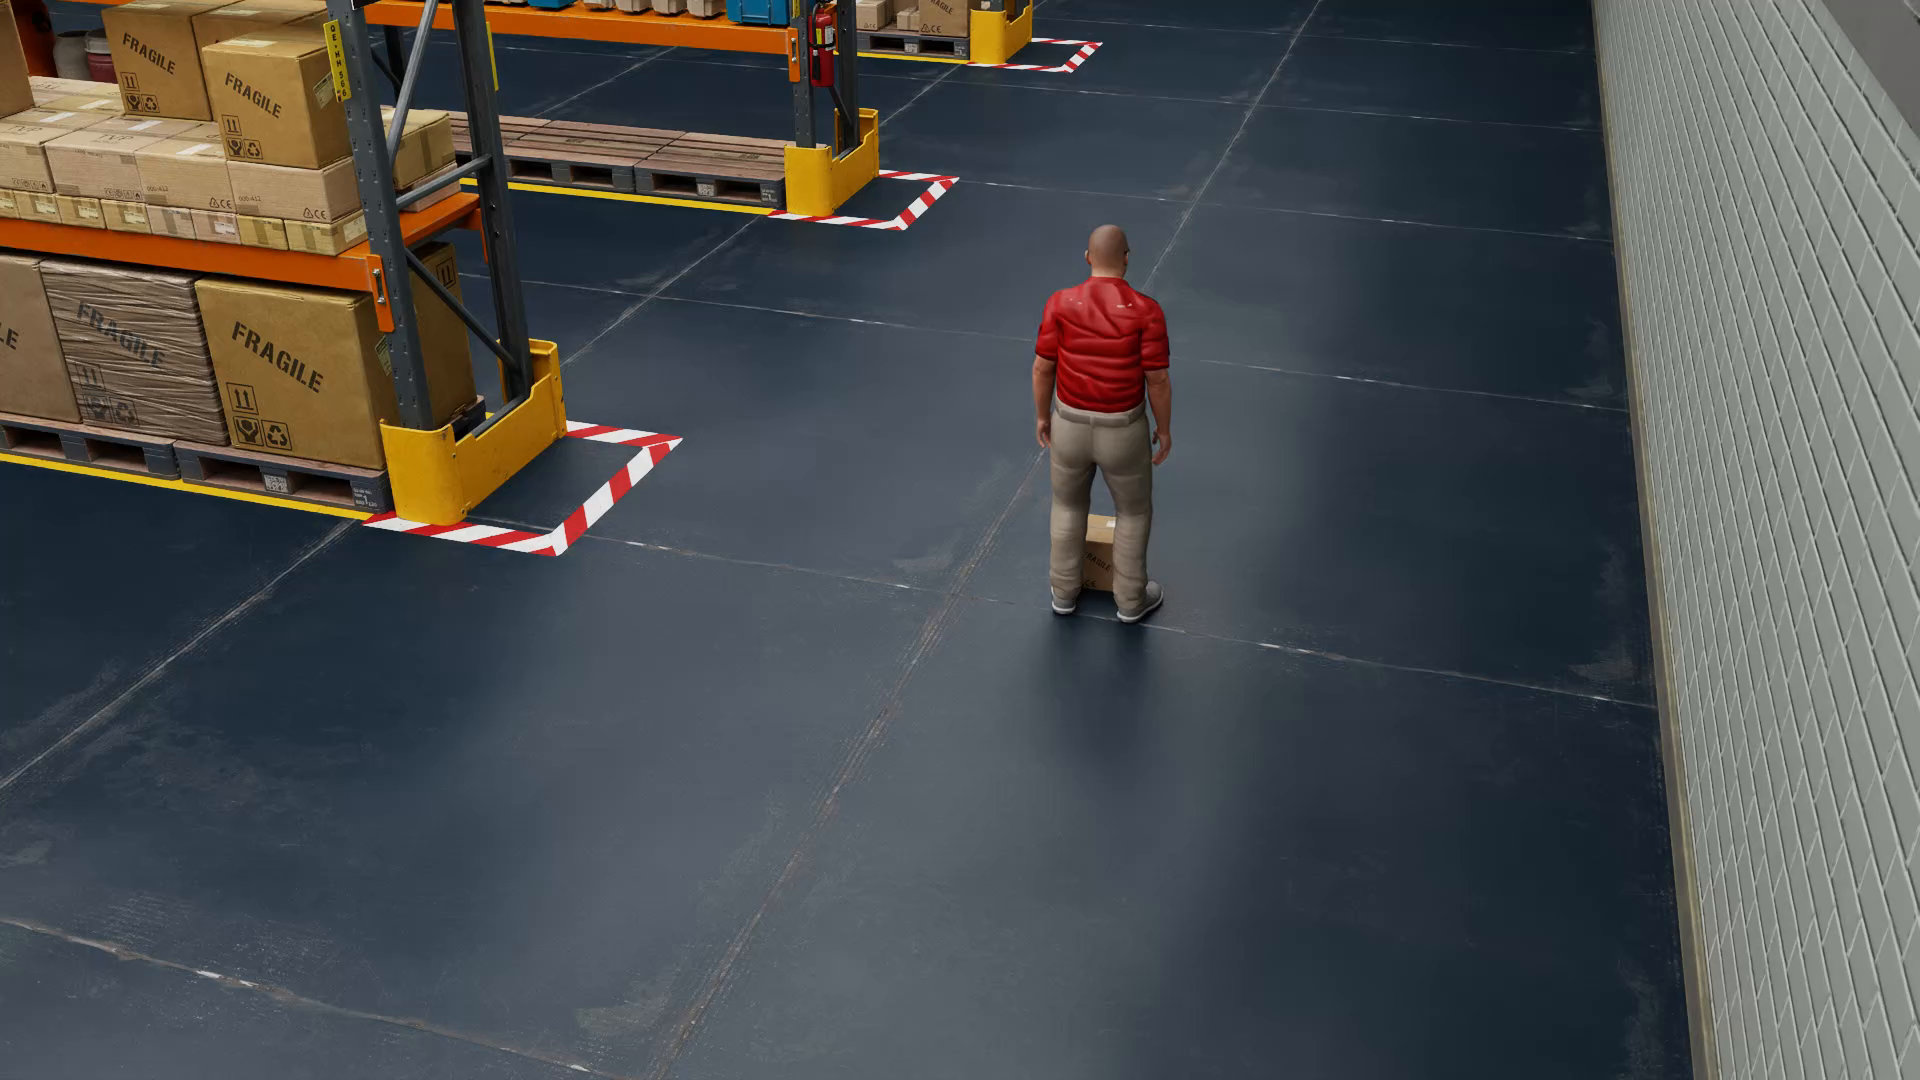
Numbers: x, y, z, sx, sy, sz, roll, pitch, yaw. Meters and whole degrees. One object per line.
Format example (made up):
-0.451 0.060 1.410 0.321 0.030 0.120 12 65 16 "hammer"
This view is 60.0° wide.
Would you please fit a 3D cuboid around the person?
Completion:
0.597 -0.468 6.982 0.586 1.727 0.395 9 30 15 "person"
